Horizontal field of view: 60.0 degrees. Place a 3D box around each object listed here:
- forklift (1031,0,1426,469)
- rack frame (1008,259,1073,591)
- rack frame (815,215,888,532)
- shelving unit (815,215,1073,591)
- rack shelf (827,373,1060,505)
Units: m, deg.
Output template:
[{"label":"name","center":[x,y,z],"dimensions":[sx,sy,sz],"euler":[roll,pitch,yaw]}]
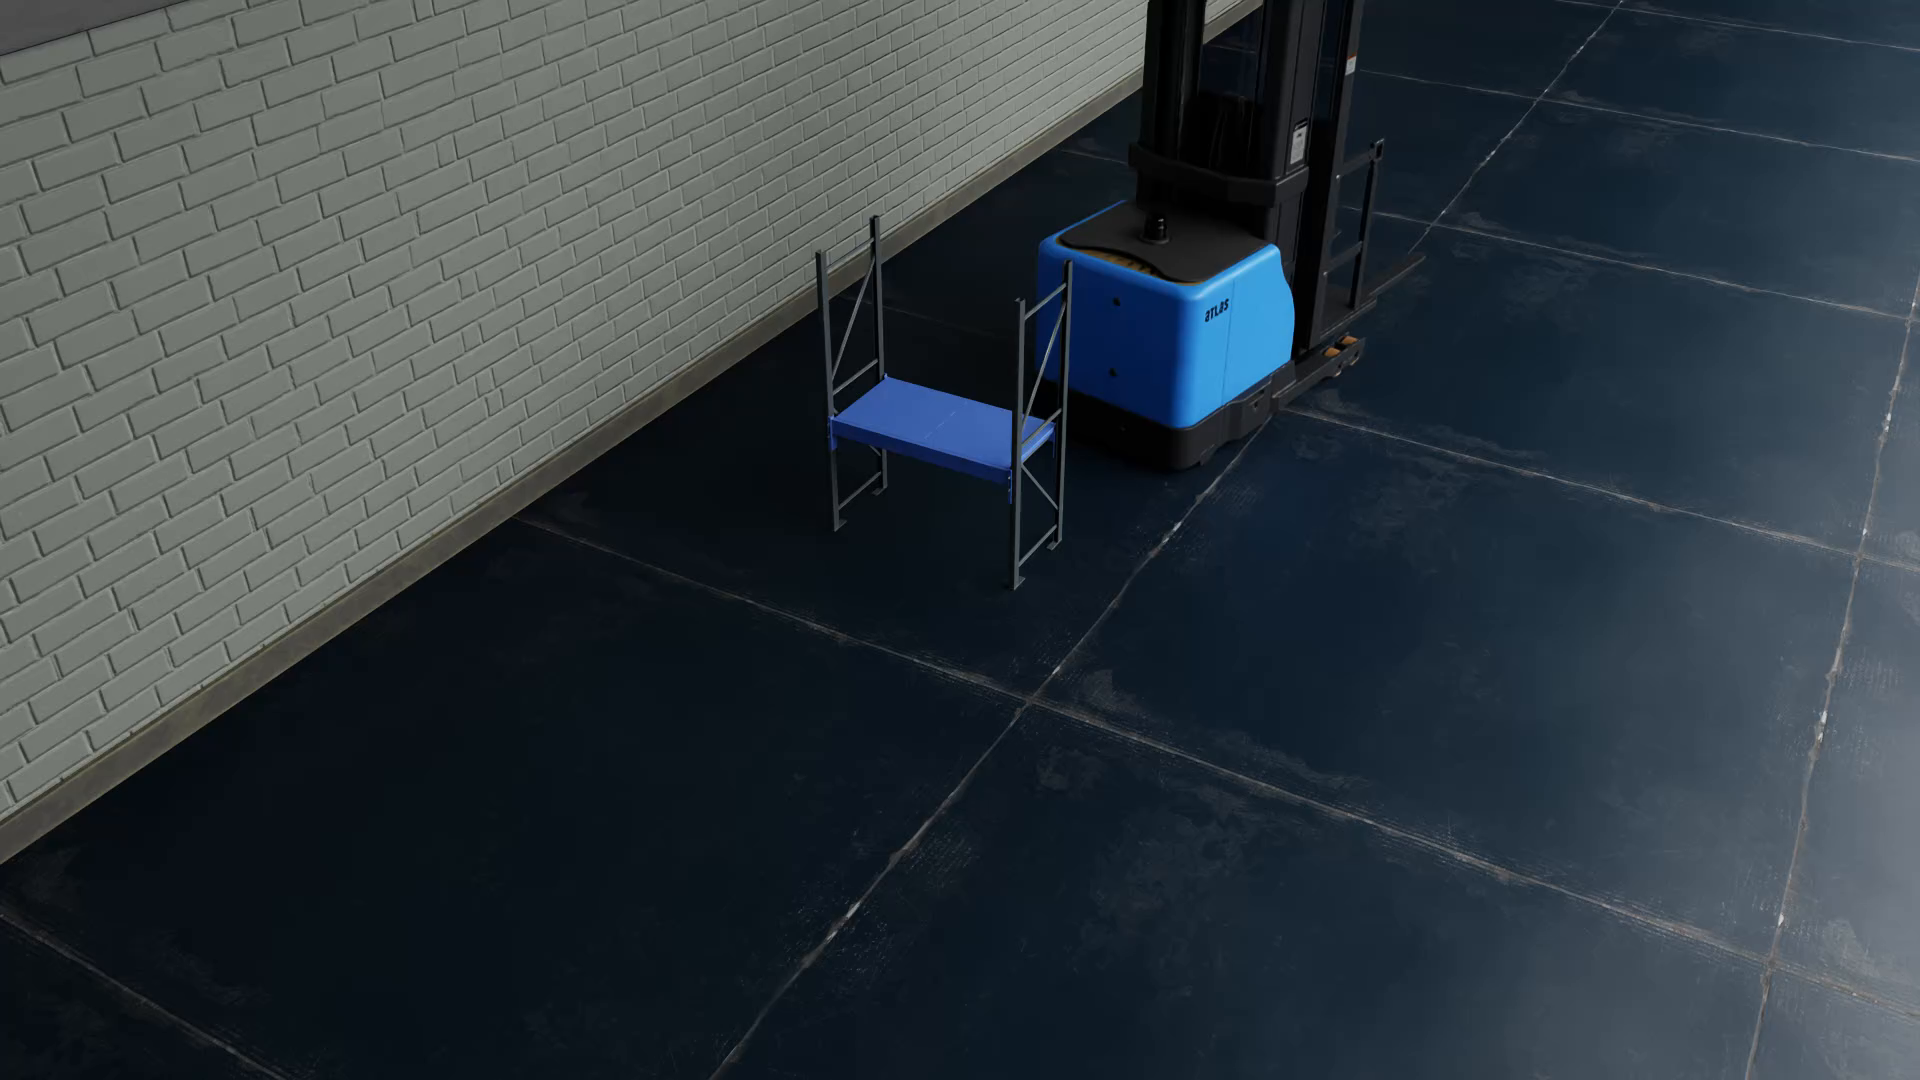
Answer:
[{"label":"forklift","center":[1.730,-2.331,9.105],"dimensions":[1.130,2.935,3.031],"euler":[25,41,33]},{"label":"rack frame","center":[0.367,-0.508,7.660],"dimensions":[0.032,1.500,0.500],"euler":[18,37,24]},{"label":"rack frame","center":[-0.515,-0.788,8.079],"dimensions":[0.032,1.500,0.500],"euler":[18,37,24]},{"label":"shelving unit","center":[-0.074,-0.648,7.870],"dimensions":[1.048,1.500,0.538],"euler":[18,37,24]},{"label":"rack shelf","center":[-0.074,-0.498,7.969],"dimensions":[1.000,0.185,0.538],"euler":[18,37,24]}]
